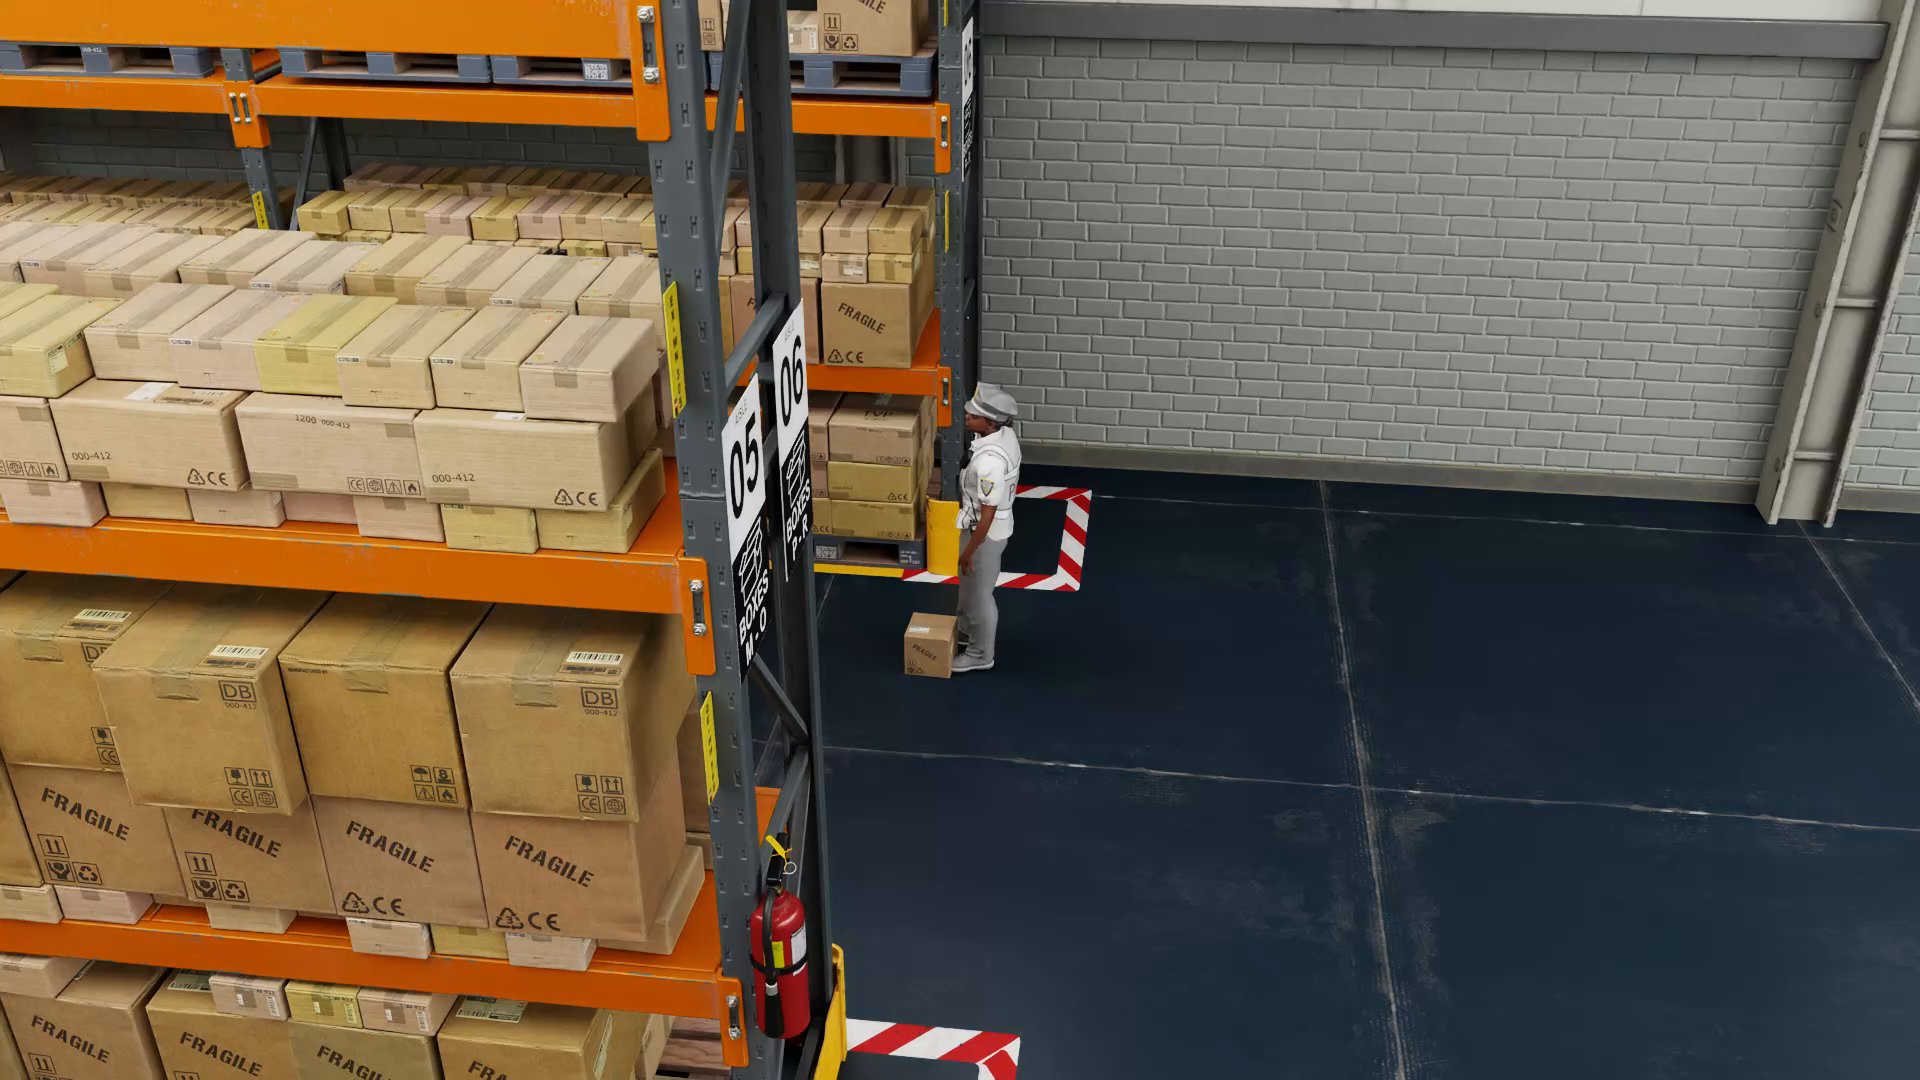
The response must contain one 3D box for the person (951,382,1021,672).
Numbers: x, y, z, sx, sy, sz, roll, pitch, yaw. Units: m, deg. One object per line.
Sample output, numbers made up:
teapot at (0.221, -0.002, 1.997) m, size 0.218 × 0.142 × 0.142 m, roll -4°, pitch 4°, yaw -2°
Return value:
person at (0.051, -0.066, 8.794) m, size 0.529 × 1.694 × 0.569 m, roll 3°, pitch 29°, yaw 6°
